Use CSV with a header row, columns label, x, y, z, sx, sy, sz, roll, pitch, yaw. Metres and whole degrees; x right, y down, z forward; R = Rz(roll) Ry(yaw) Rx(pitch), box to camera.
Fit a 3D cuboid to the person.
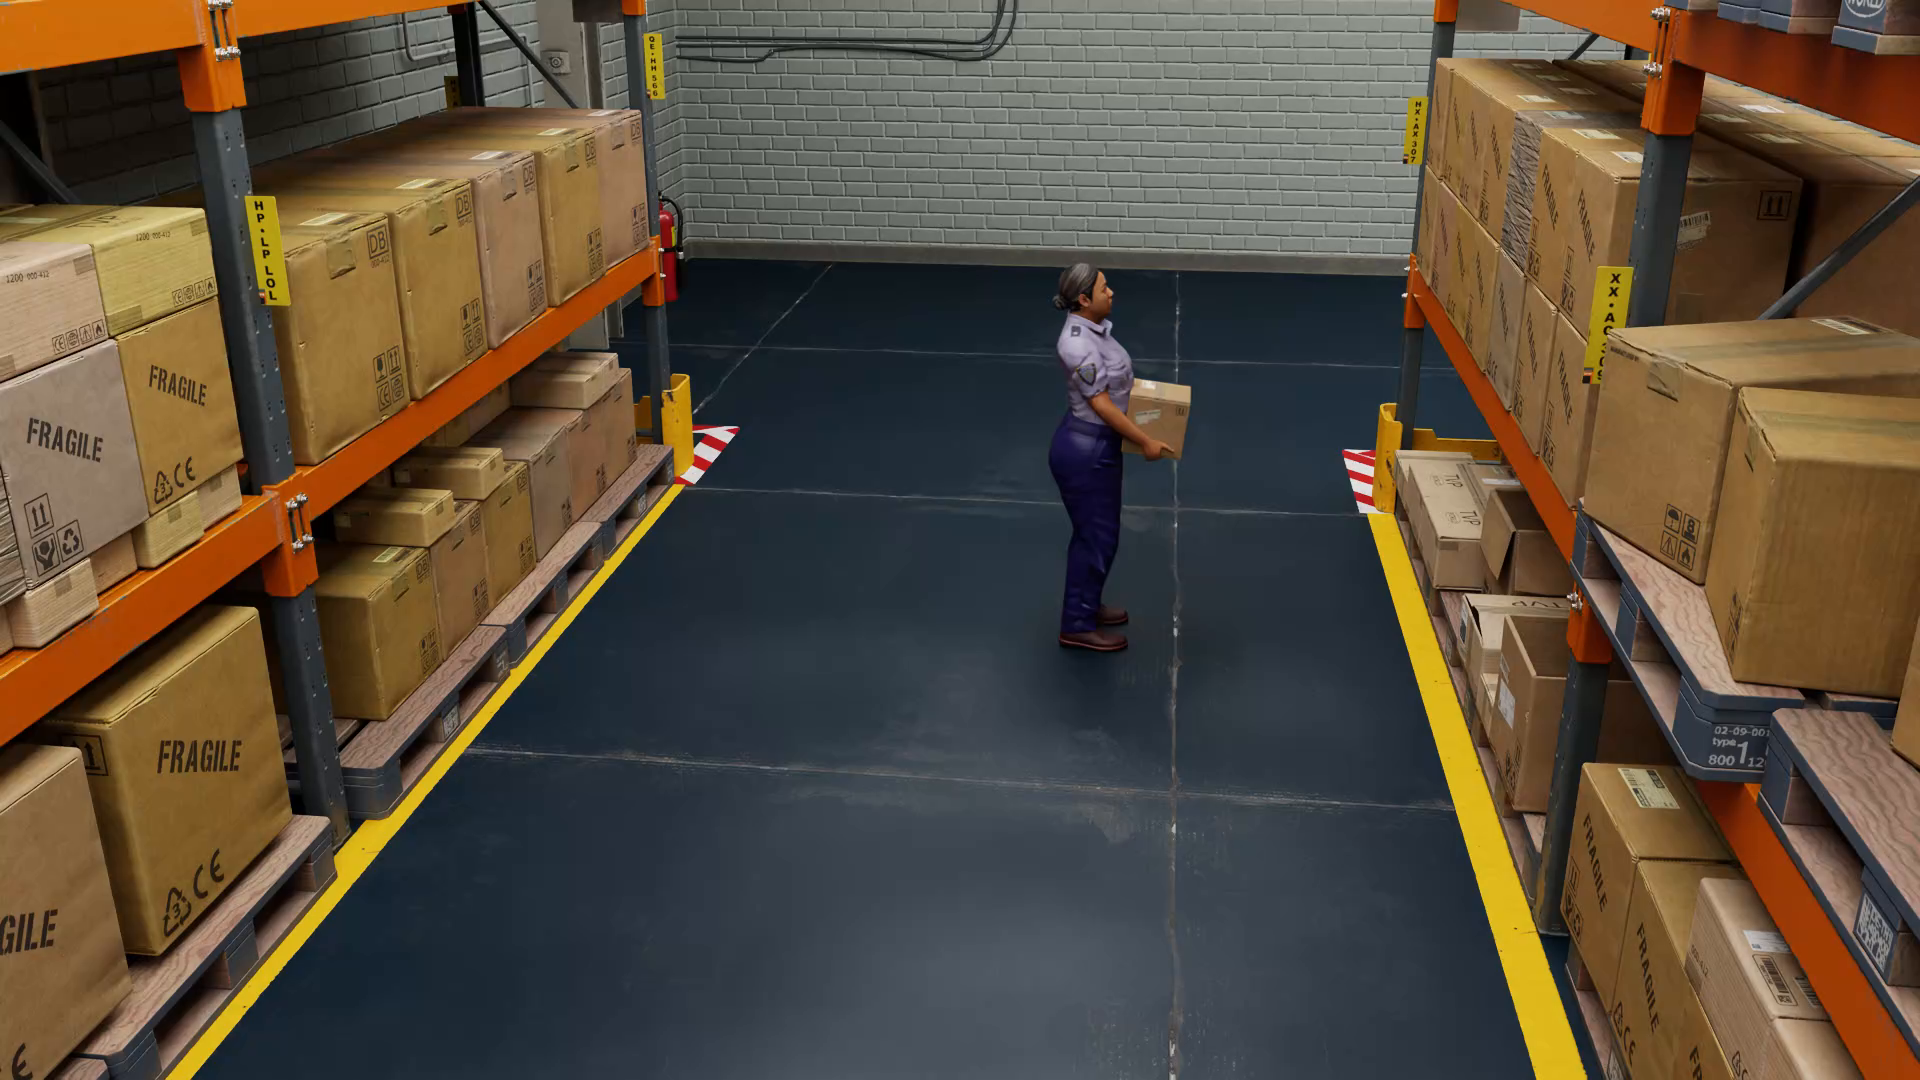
label,x,y,z,sx,sy,sz,roll,pitch,yaw
person,0.640,-0.354,7.028,0.525,1.636,0.452,3,21,7
